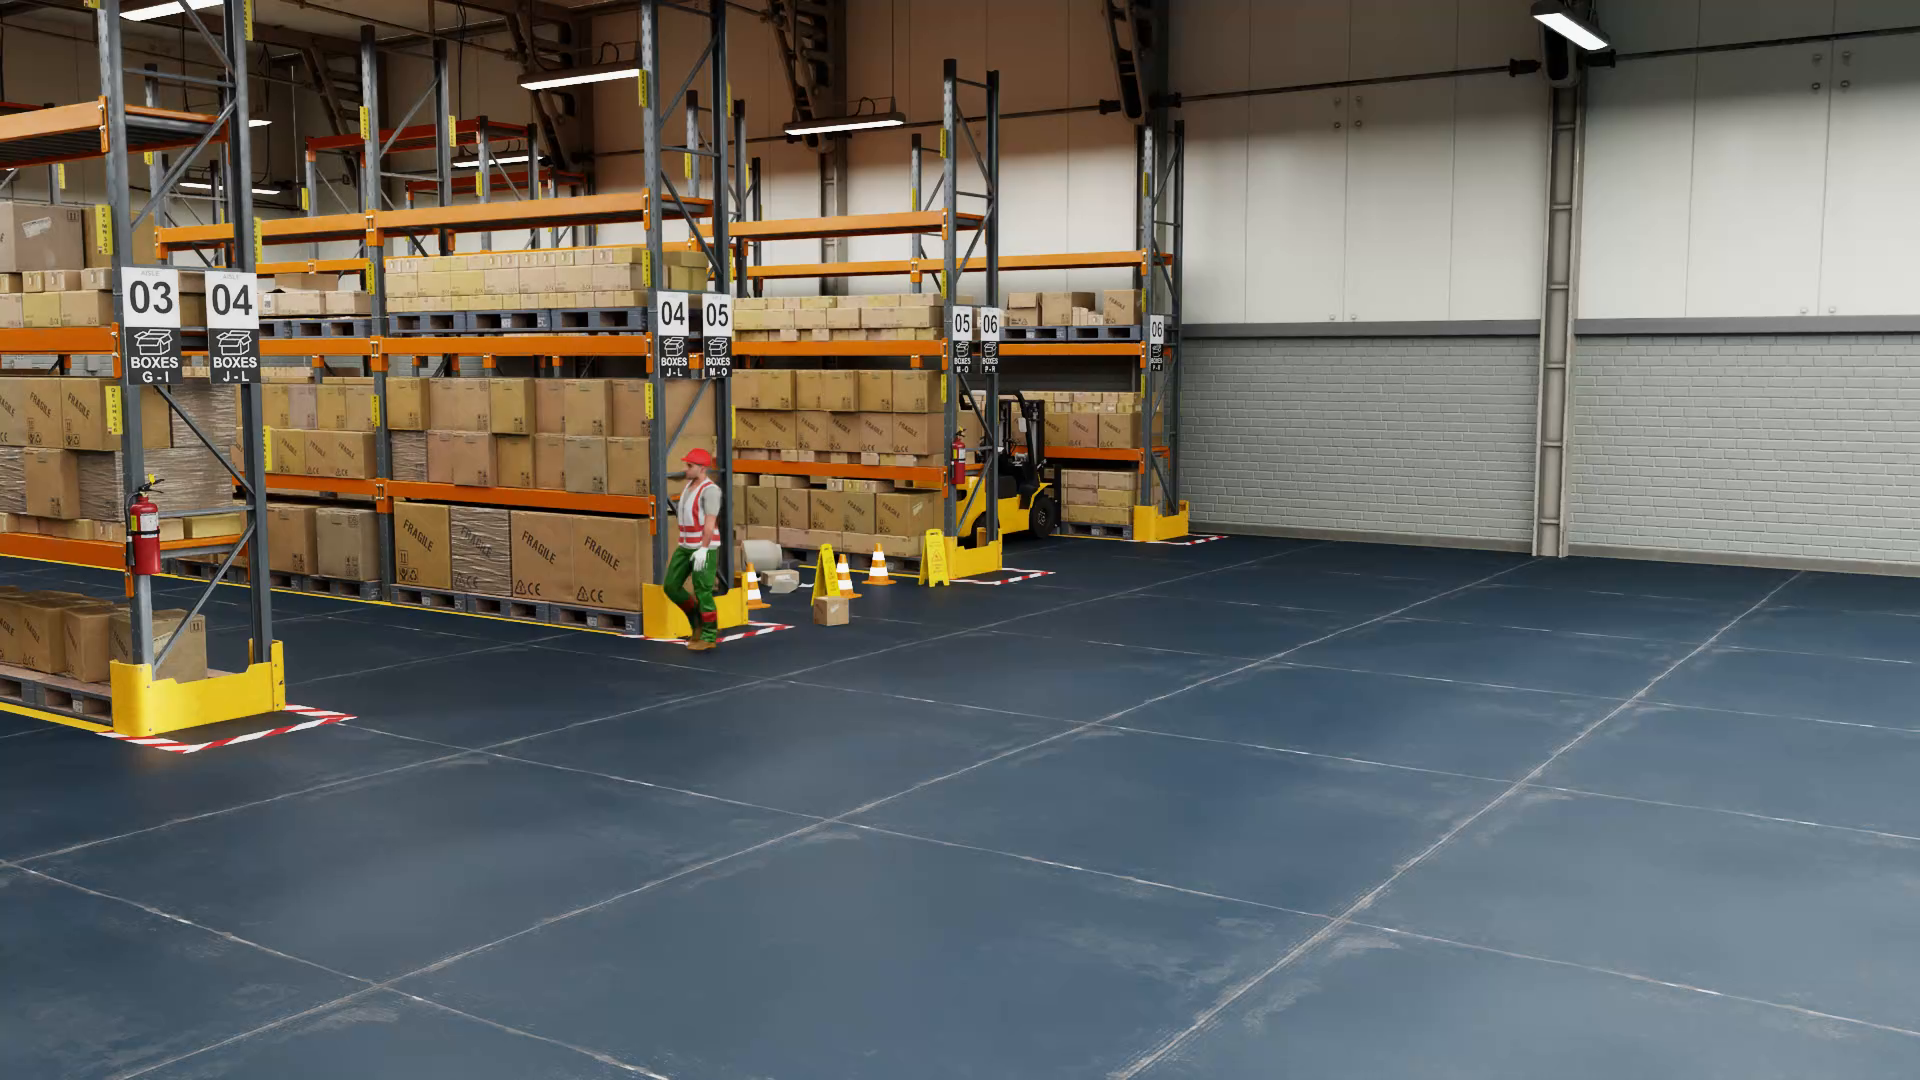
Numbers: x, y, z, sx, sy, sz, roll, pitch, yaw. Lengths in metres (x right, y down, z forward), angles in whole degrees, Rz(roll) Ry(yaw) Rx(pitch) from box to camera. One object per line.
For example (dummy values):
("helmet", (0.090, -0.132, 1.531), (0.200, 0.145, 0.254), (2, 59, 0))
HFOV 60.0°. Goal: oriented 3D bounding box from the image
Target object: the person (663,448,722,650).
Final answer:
("person", (-2.329, 0.087, 14.621), (0.451, 1.793, 0.542), (-6, 9, -44))
